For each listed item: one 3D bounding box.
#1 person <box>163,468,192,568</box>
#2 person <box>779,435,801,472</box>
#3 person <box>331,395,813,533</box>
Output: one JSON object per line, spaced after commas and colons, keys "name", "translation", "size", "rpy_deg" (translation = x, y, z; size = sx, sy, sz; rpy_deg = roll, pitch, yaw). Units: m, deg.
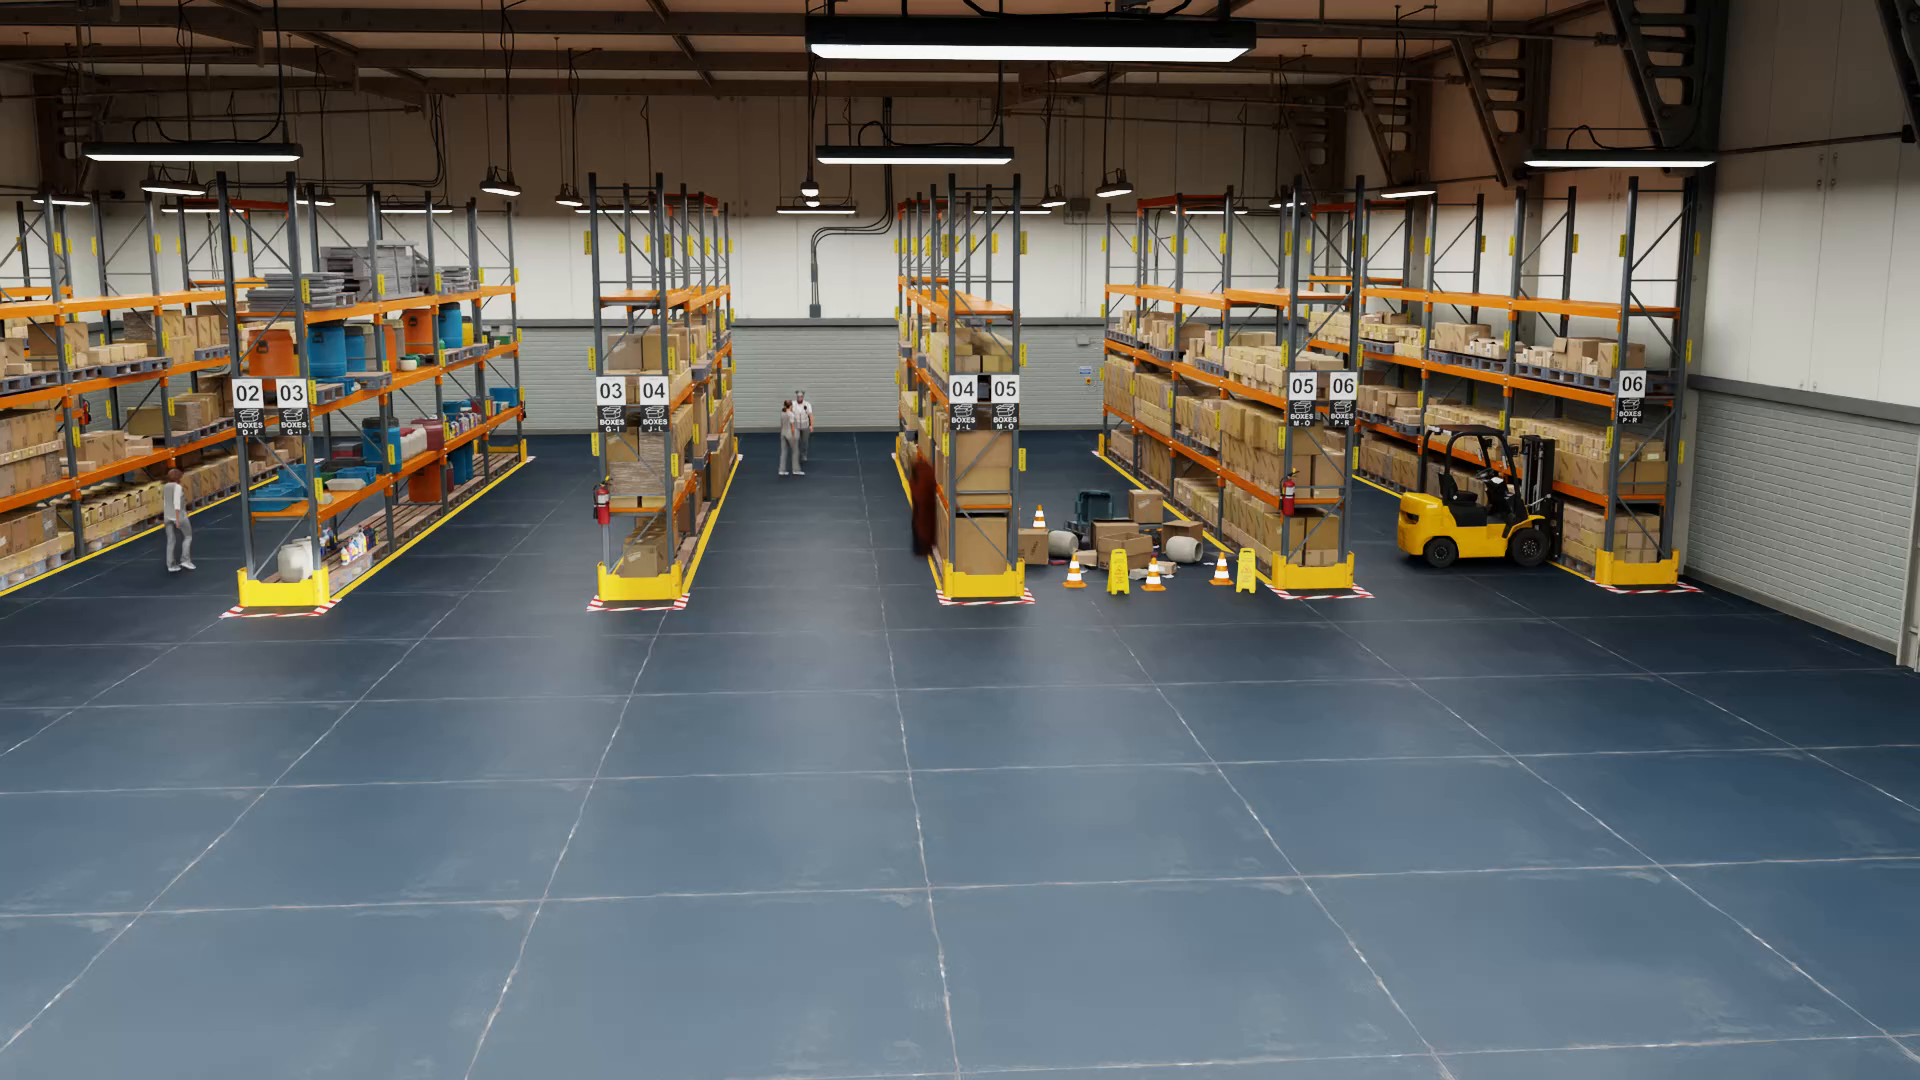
{"name": "person", "translation": [-12.228, -0.350, 25.841], "size": [0.396, 1.497, 0.512], "rpy_deg": [1, 10, 5]}
{"name": "person", "translation": [-3.779, -2.083, 36.672], "size": [0.353, 1.175, 0.515], "rpy_deg": [8, 13, 39]}
{"name": "person", "translation": [-6.803, -1.632, 32.830], "size": [8.054, 1.611, 11.767], "rpy_deg": [-1, 10, -6]}
